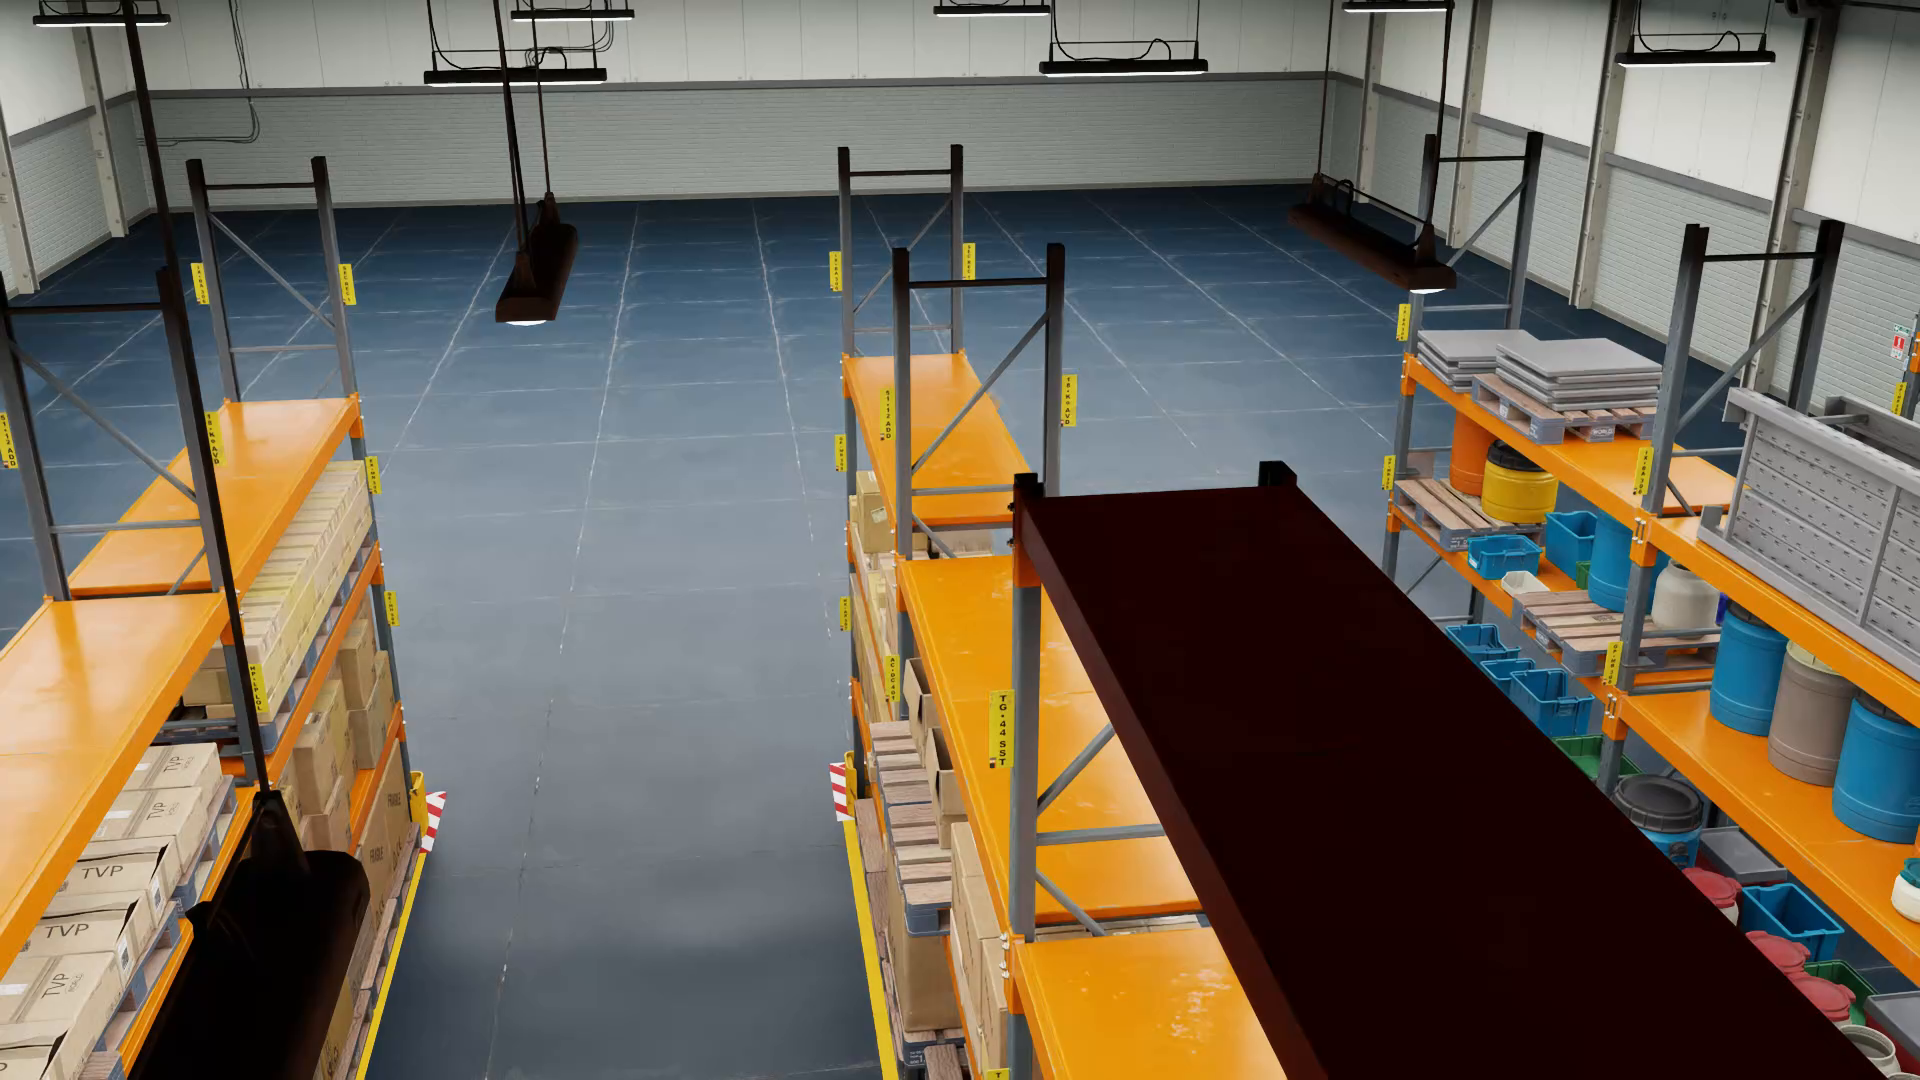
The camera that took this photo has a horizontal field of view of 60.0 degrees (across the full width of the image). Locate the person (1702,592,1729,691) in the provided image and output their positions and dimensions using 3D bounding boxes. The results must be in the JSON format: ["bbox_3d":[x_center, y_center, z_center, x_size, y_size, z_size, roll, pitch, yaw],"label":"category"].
[{"bbox_3d":[7.744,0.976,16.998,0.386,1.657,0.518,10,24,24],"label":"person"}]
